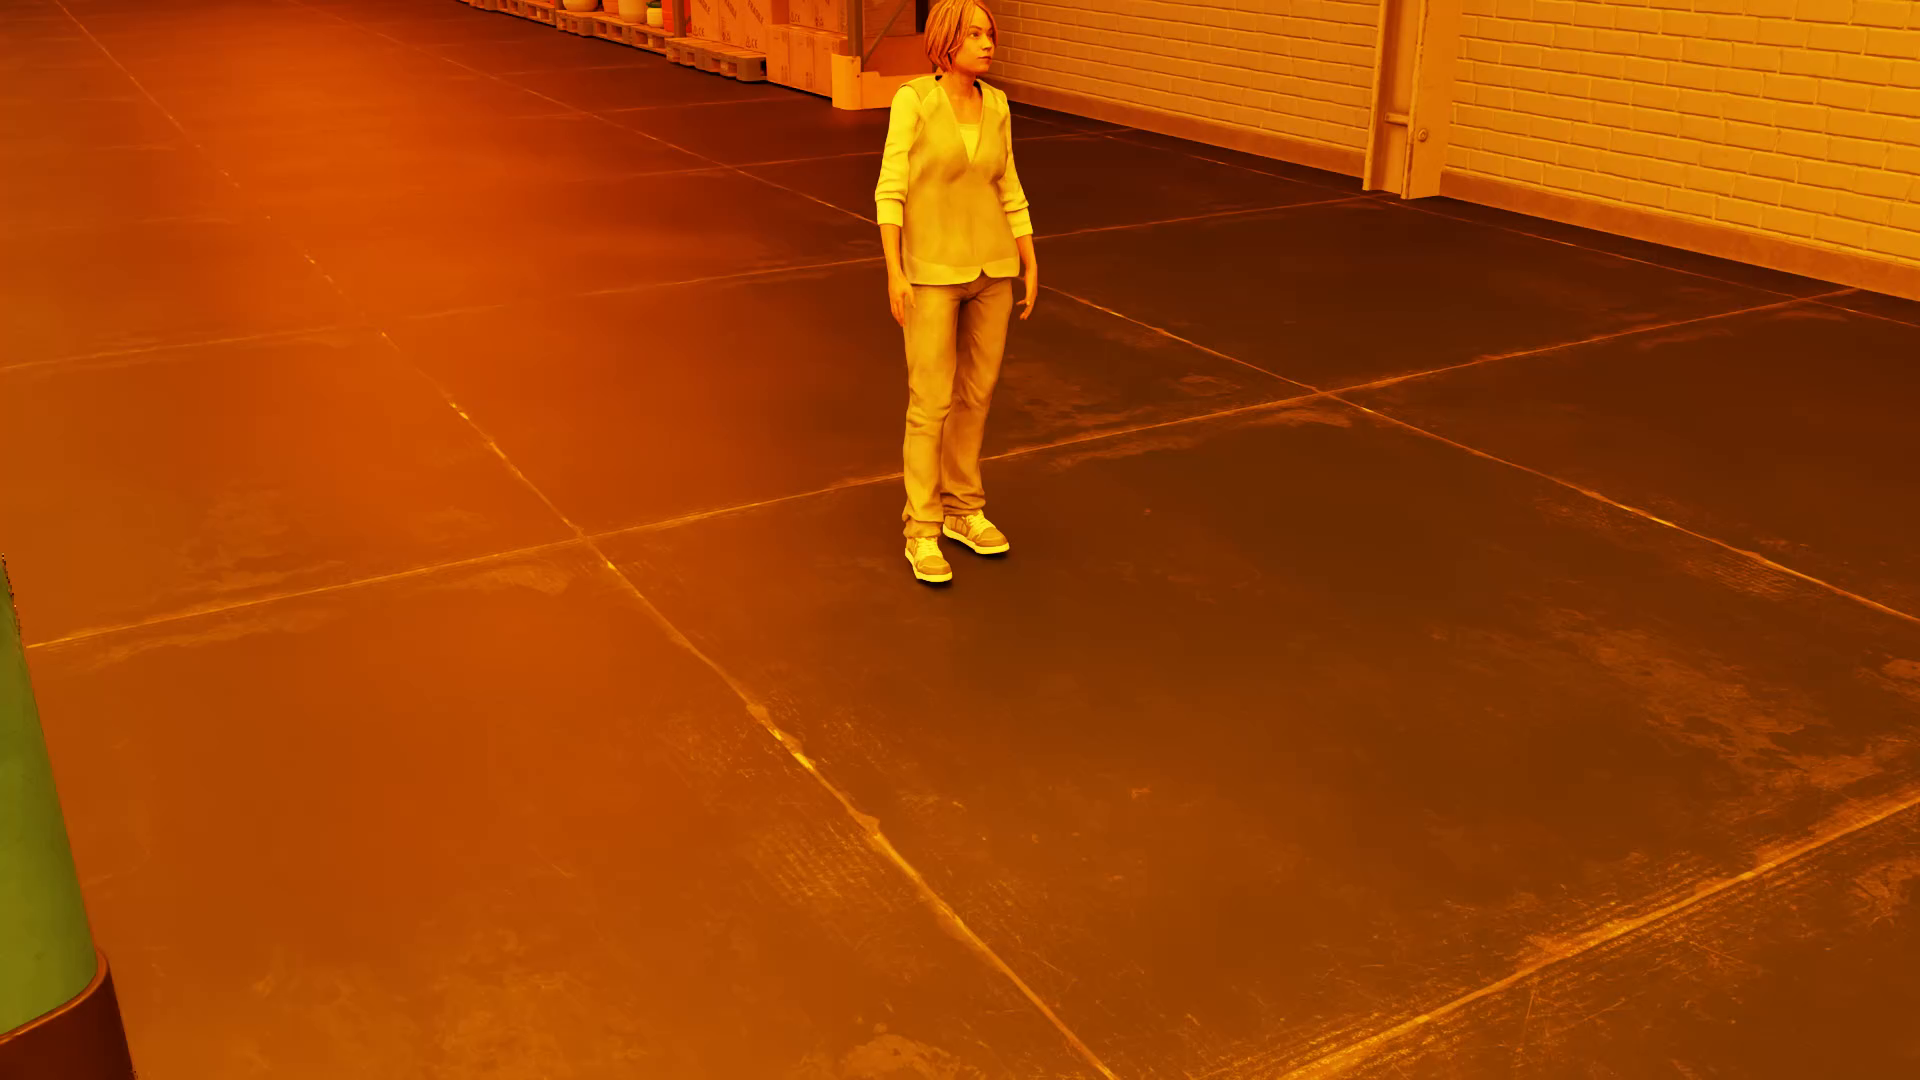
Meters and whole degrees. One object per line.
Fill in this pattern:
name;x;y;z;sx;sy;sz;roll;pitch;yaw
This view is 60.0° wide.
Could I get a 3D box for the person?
person;0.024;-0.719;4.763;0.520;1.597;0.475;-12;25;-28
